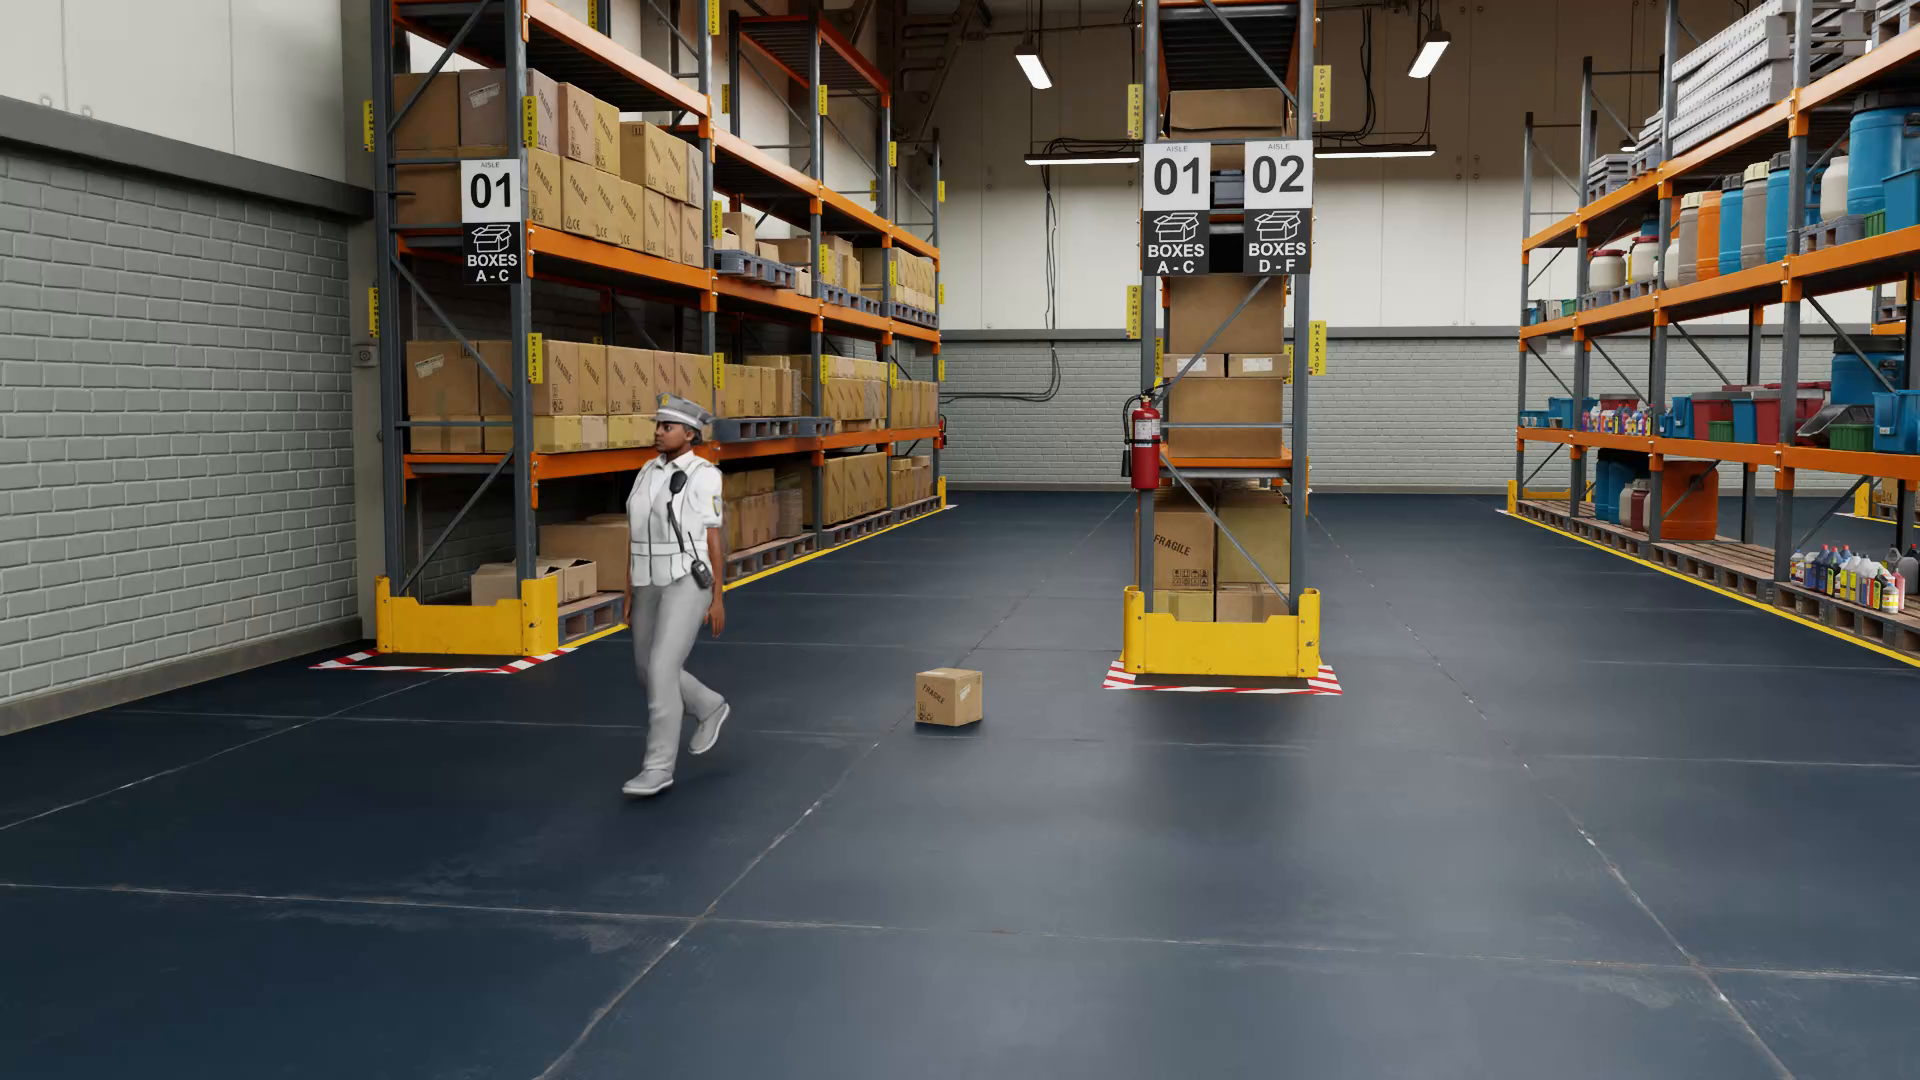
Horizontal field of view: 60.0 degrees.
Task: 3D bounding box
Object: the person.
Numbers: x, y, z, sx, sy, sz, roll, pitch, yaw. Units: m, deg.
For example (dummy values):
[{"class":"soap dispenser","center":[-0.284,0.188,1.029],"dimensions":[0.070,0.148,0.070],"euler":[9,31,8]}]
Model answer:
[{"class":"person","center":[-1.214,0.197,7.125],"dimensions":[0.459,1.658,0.823],"euler":[3,5,33]}]
